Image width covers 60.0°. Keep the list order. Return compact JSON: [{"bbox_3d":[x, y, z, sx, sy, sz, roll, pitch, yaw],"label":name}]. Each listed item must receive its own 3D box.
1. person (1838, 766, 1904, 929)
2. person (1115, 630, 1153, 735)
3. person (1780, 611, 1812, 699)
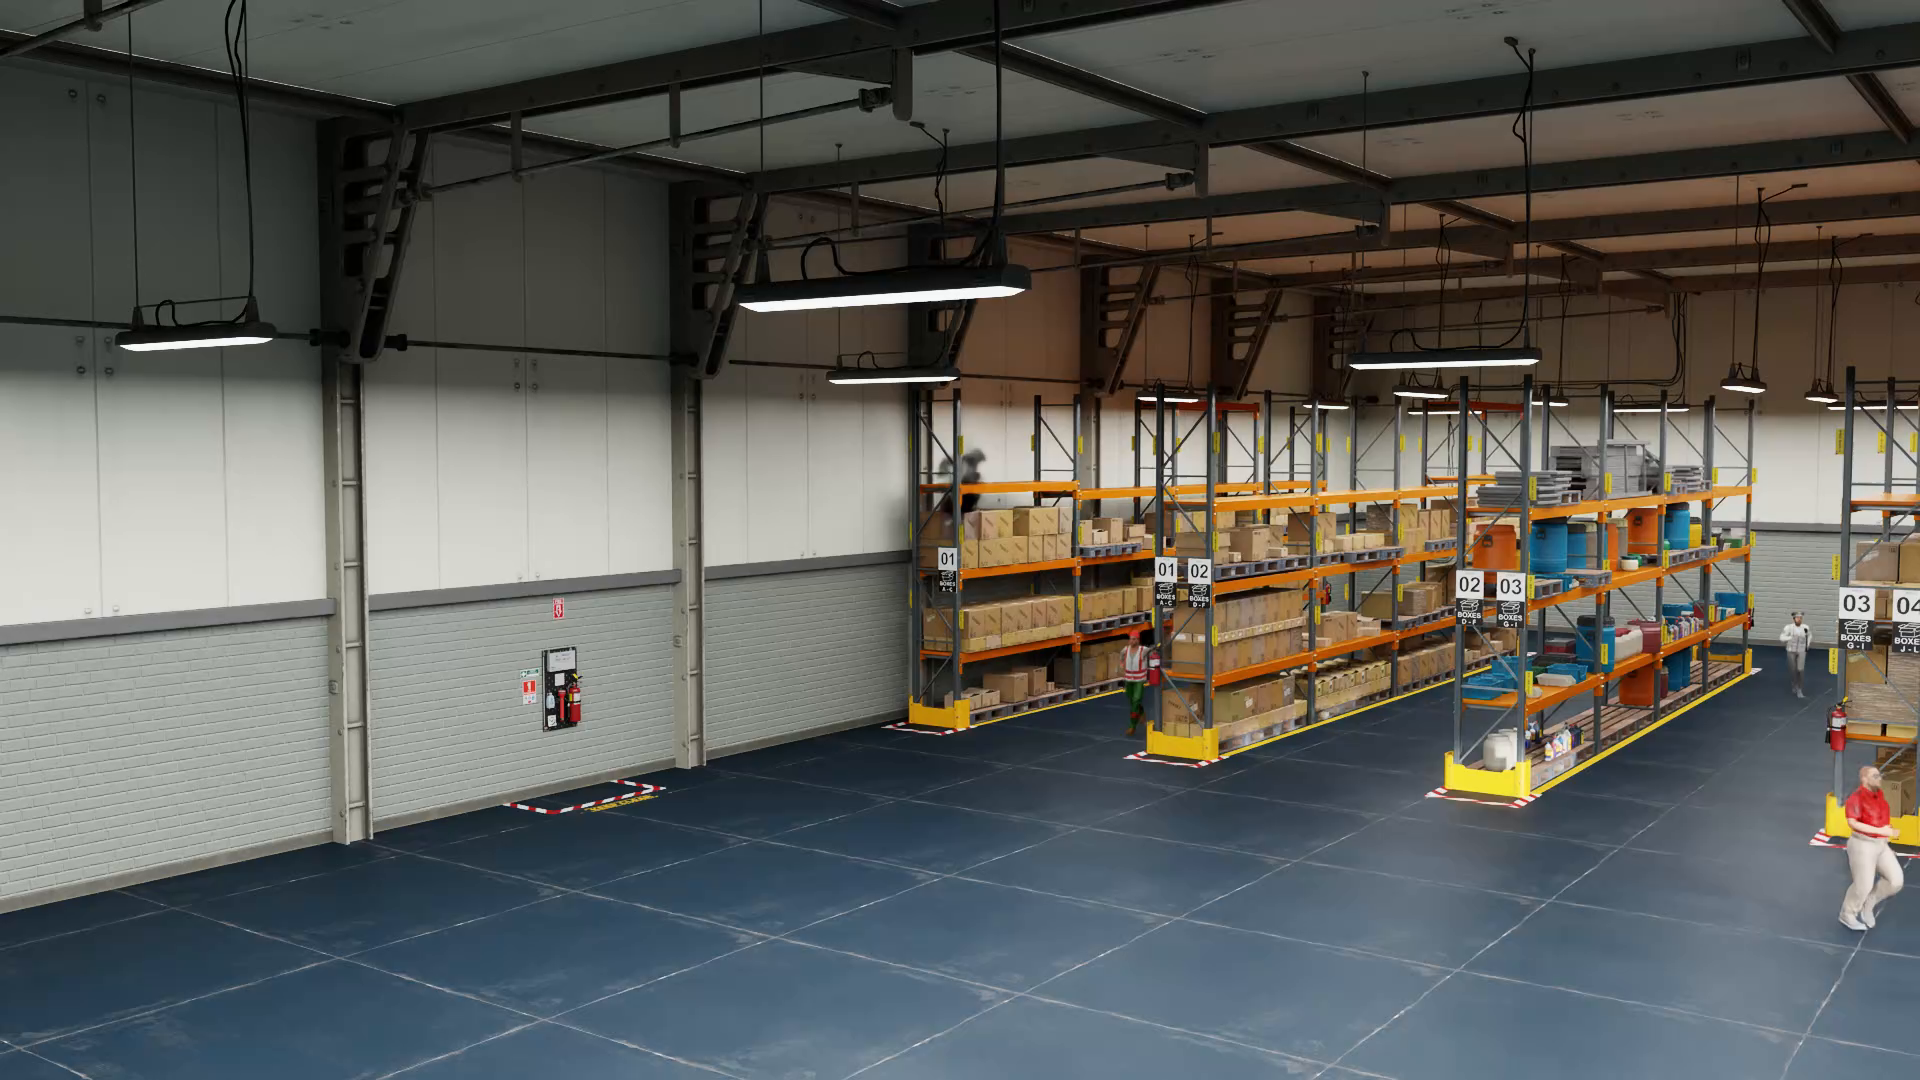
[{"bbox_3d":[9.362,3.170,17.044,0.686,1.710,0.651,-2,4,-26],"label":"person"},{"bbox_3d":[3.084,2.452,28.990,0.634,1.777,0.984,2,4,31],"label":"person"},{"bbox_3d":[16.681,2.283,33.206,0.579,1.748,0.754,2,4,25],"label":"person"}]
